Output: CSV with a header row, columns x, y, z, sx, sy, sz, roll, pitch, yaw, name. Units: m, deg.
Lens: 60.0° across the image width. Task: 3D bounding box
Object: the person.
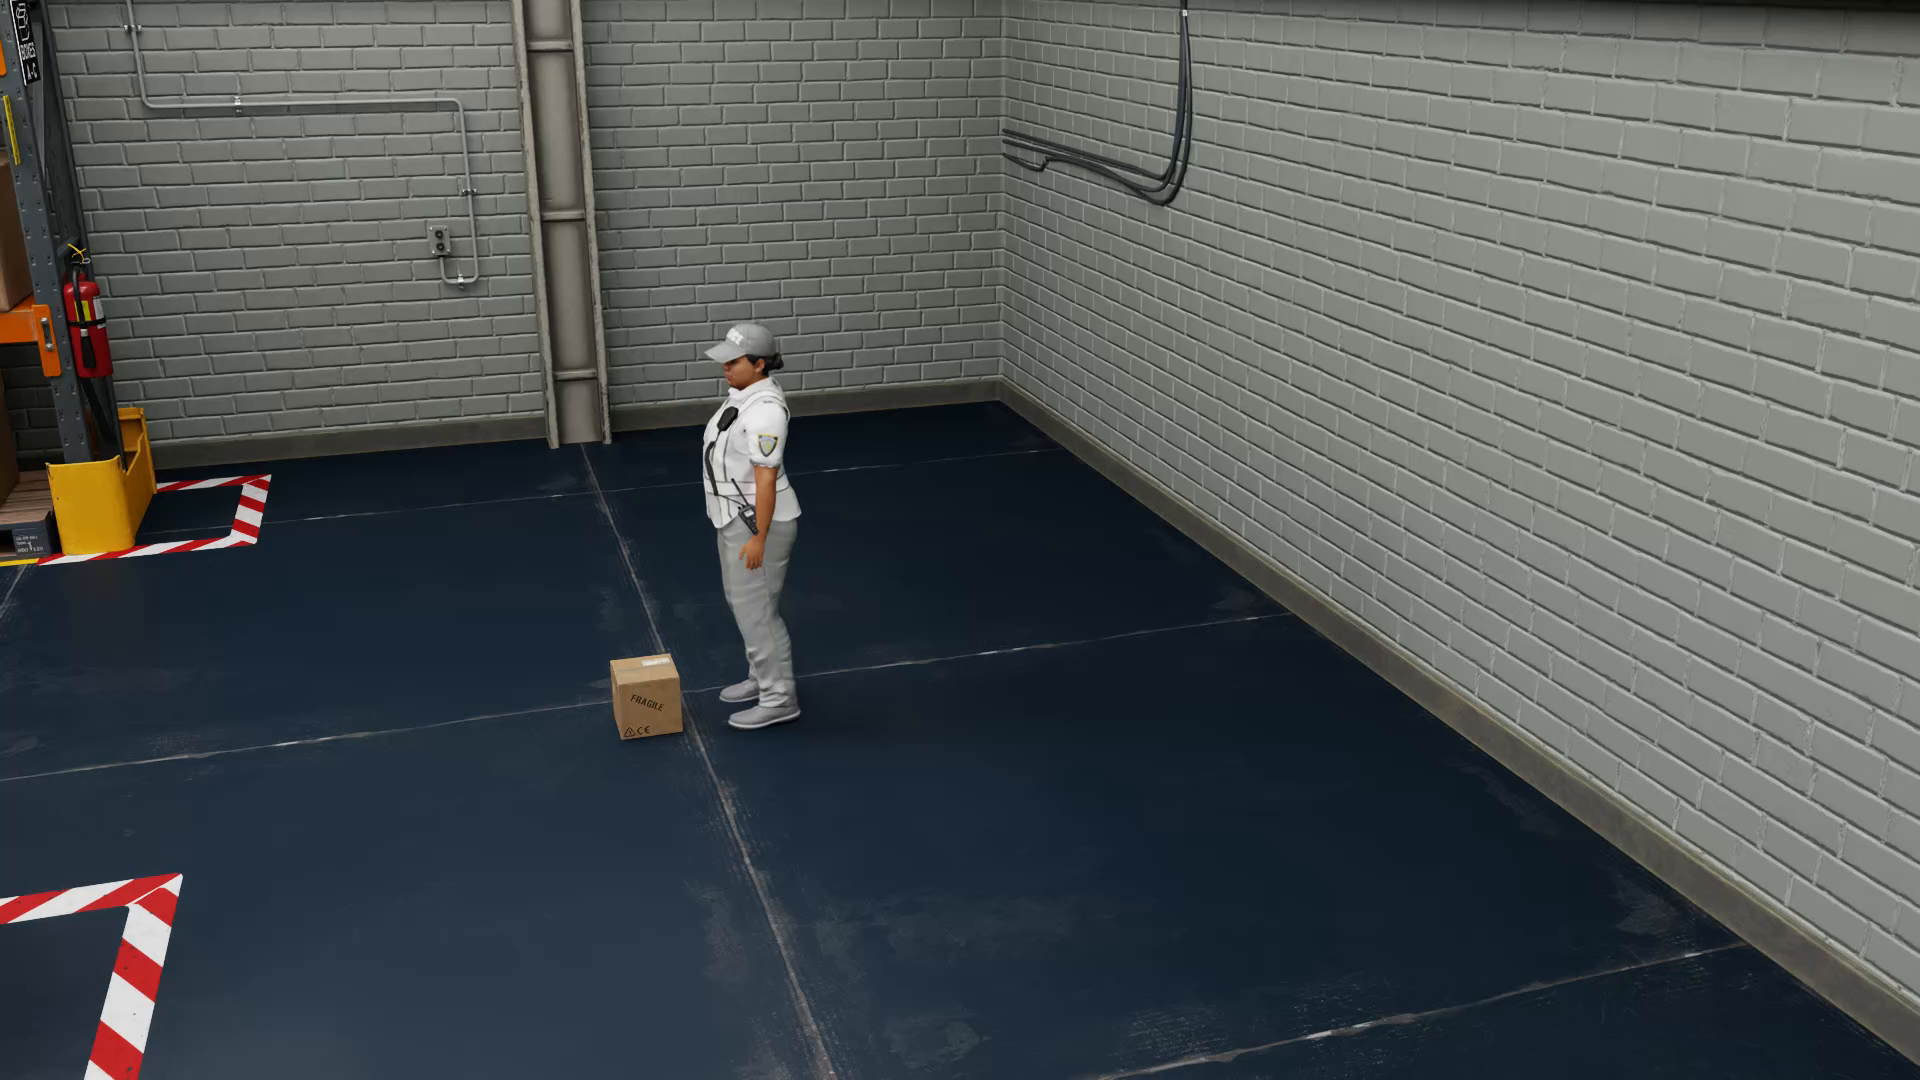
x,y,z,sx,sy,sz,roll,pitch,yaw,name
-0.846,-0.057,6.747,0.390,1.668,0.468,-6,20,-16,person
